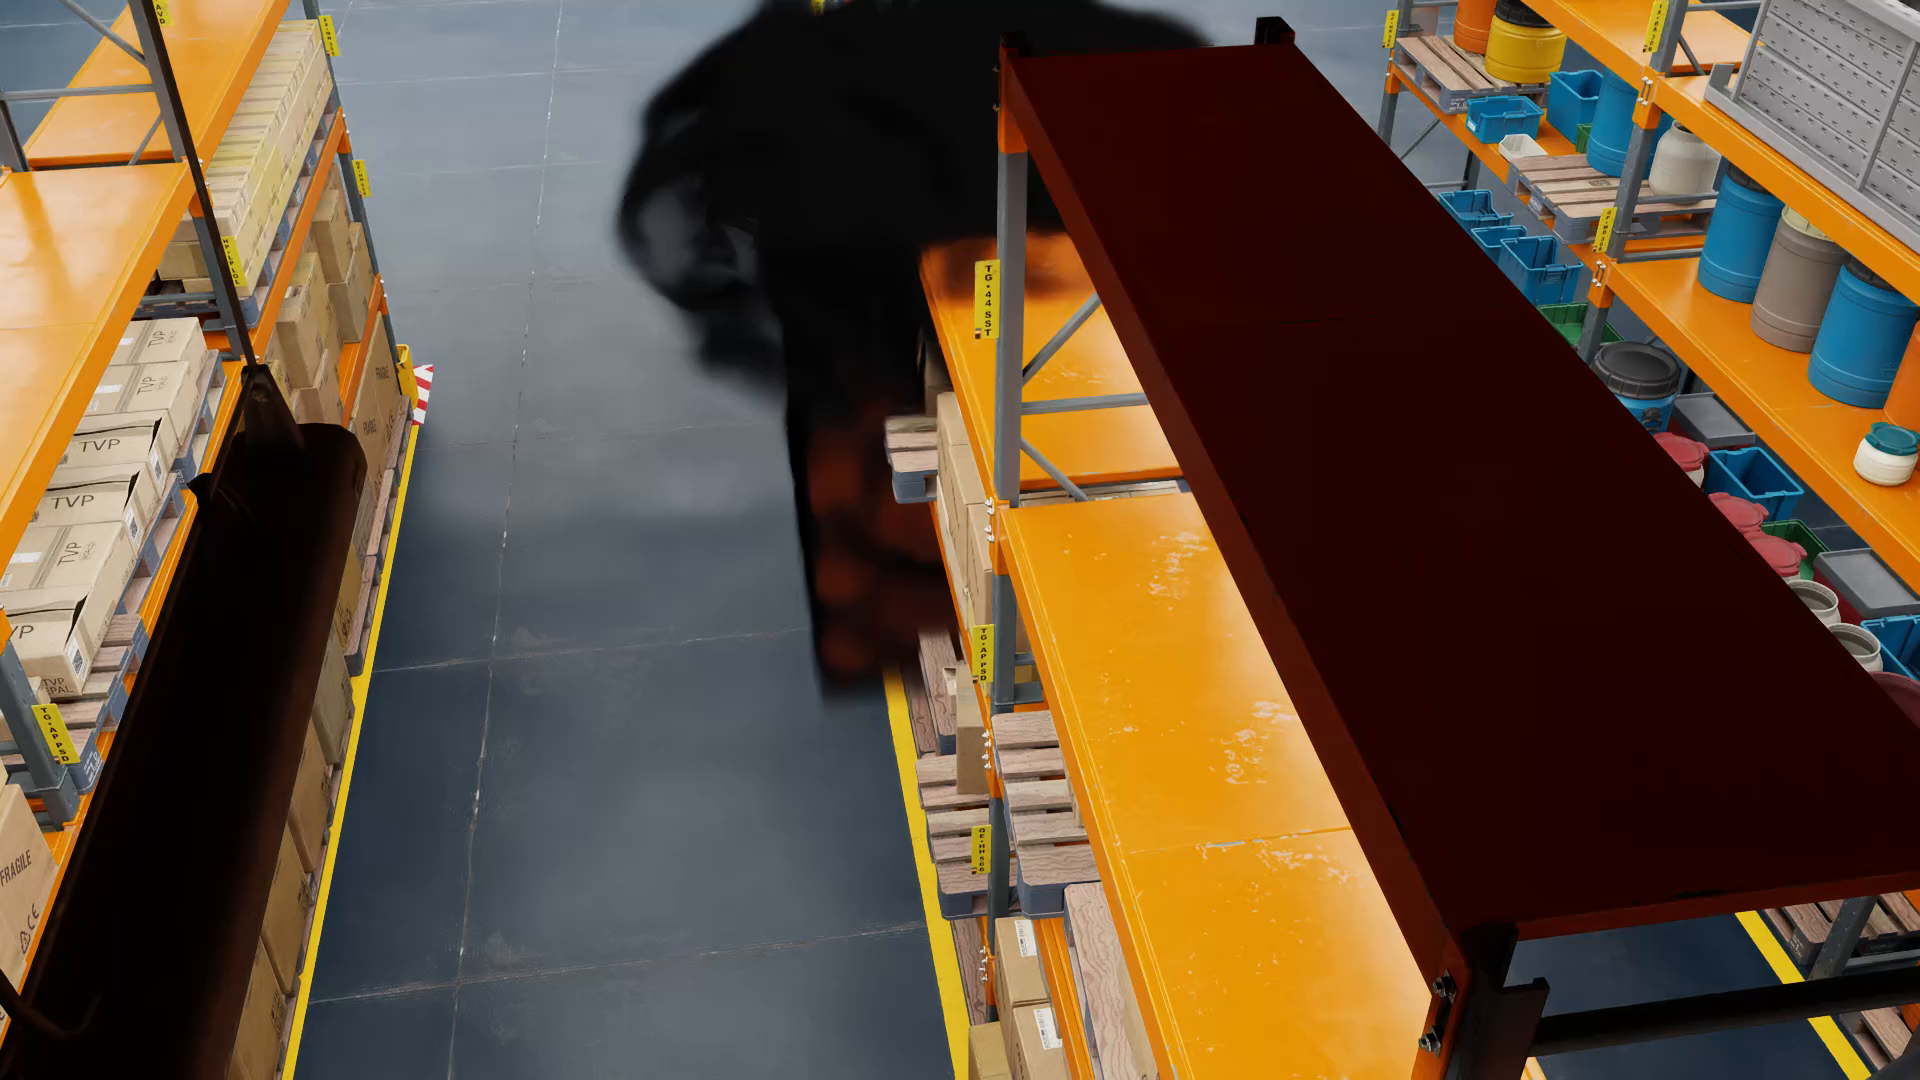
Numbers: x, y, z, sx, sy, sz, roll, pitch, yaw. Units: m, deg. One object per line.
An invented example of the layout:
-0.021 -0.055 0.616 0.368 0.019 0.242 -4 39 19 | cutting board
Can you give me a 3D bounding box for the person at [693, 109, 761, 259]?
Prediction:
-2.385 -3.586 16.989 0.676 1.656 0.605 17 40 22 | person
